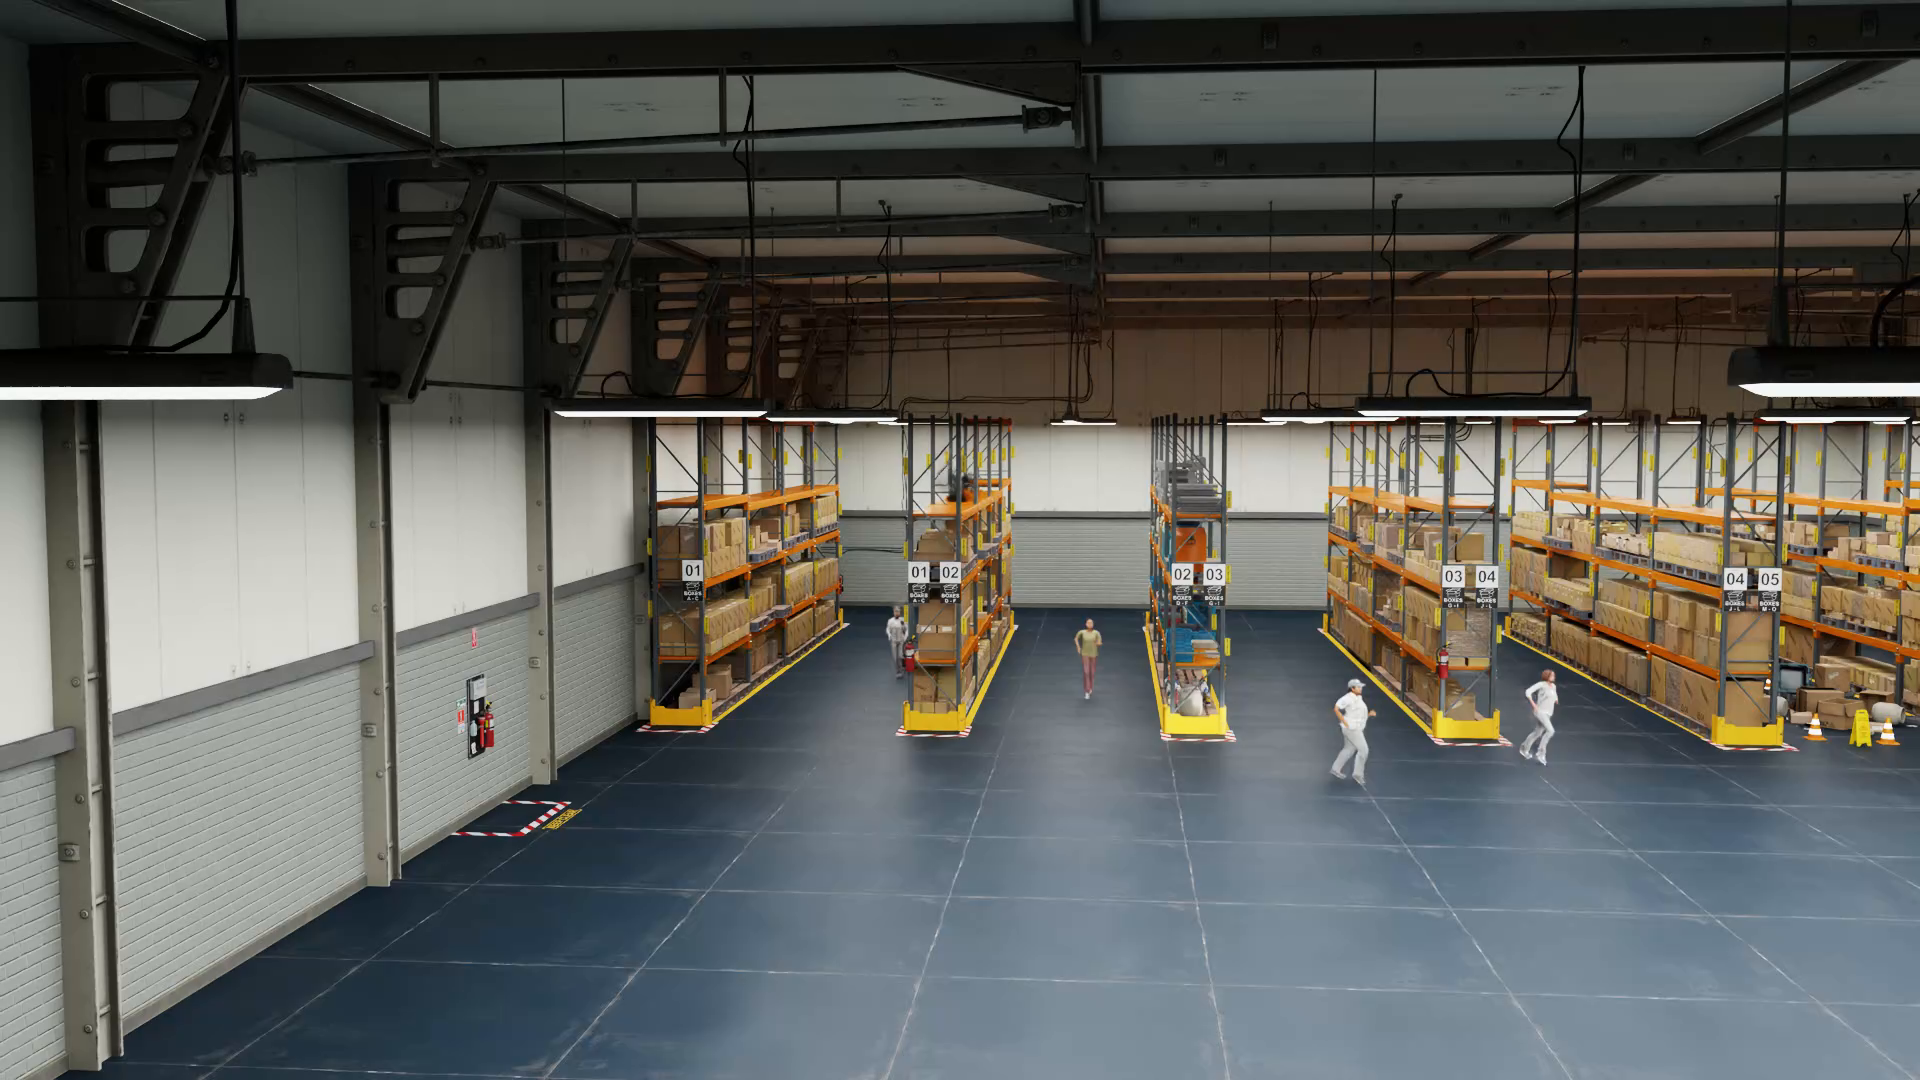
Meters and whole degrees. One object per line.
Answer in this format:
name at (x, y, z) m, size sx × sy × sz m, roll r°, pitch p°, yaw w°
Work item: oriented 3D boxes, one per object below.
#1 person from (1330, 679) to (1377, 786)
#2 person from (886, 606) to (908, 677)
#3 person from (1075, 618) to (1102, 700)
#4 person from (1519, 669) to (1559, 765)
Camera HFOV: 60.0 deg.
person at (6.339, 3.100, 26.829) m, size 0.738 × 1.728 × 0.584 m, roll 2°, pitch 4°, yaw 28°
person at (-1.420, 2.326, 38.021) m, size 0.589 × 1.653 × 0.528 m, roll 1°, pitch 4°, yaw 8°
person at (2.748, 2.508, 35.378) m, size 0.561 × 1.726 × 0.688 m, roll 0°, pitch 4°, yaw -6°
person at (9.971, 3.006, 28.572) m, size 0.554 × 1.598 × 0.665 m, roll -3°, pitch 5°, yaw -42°
